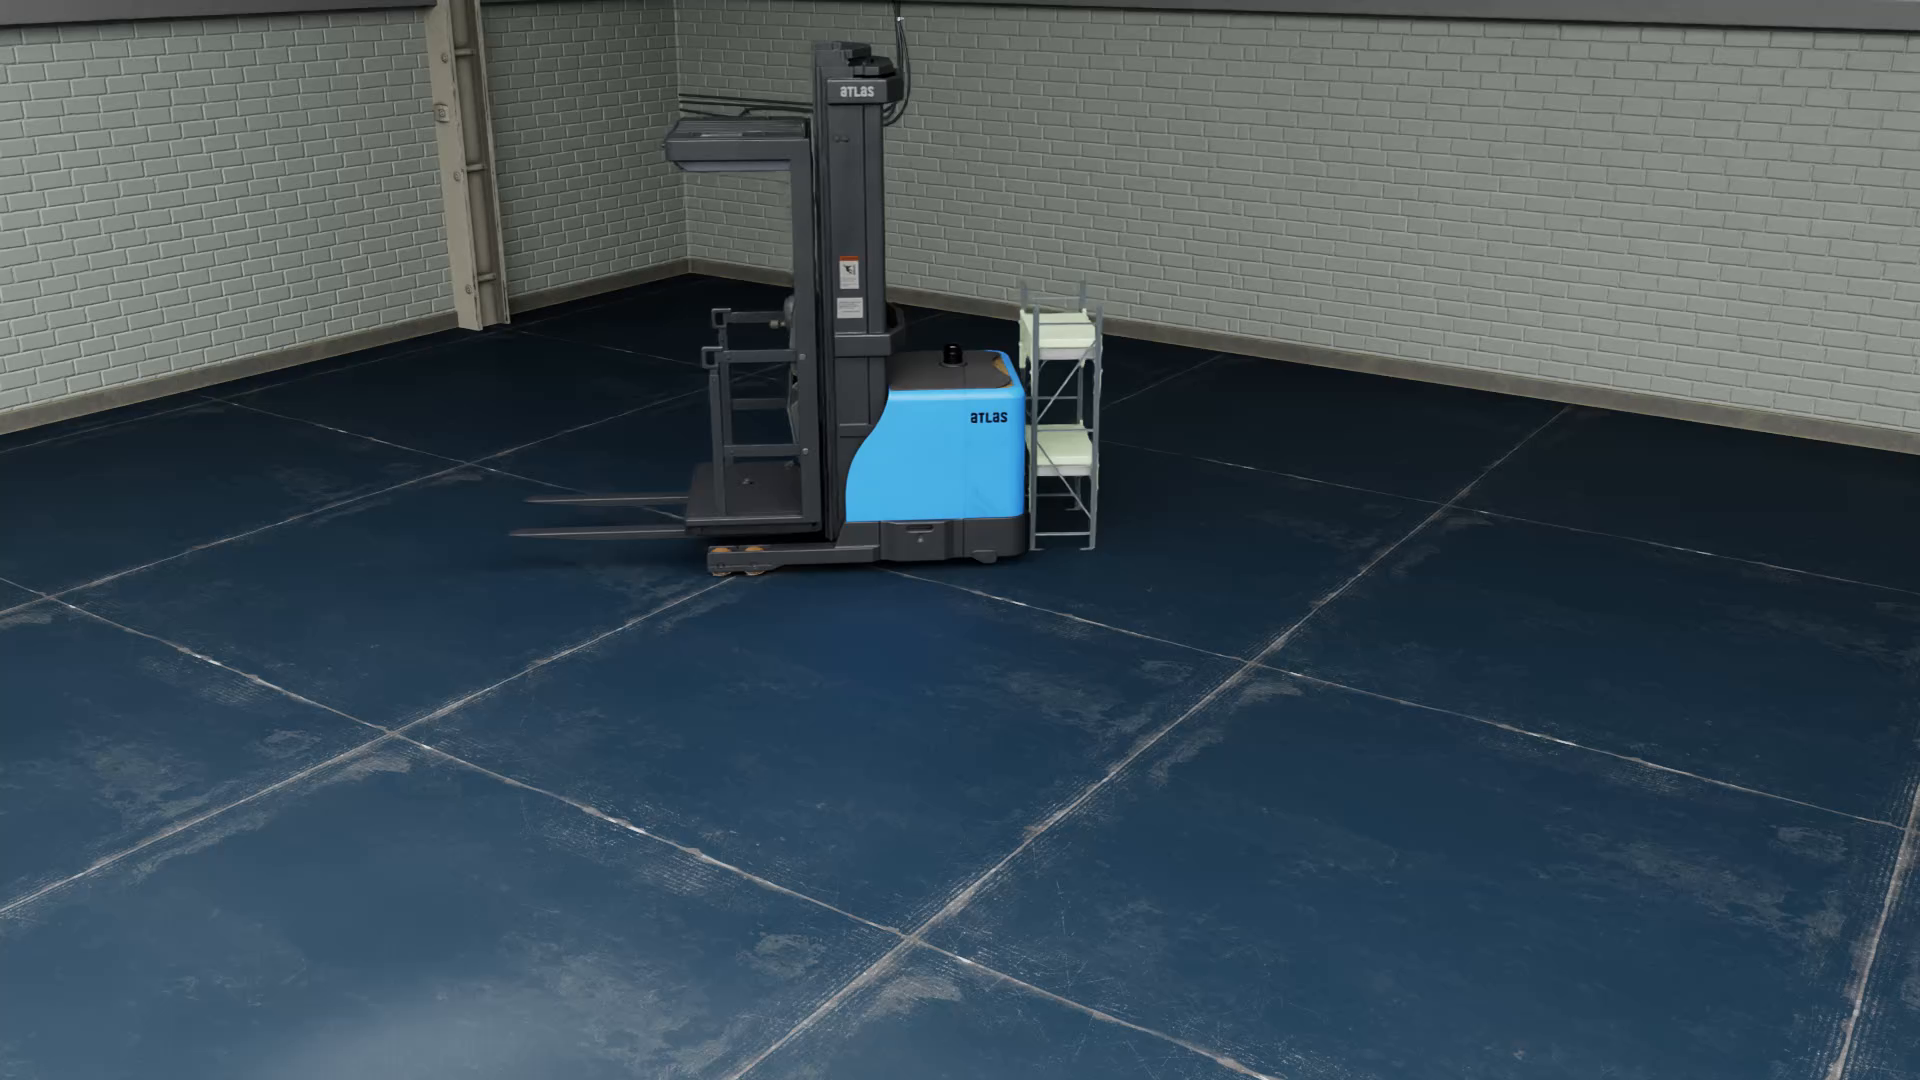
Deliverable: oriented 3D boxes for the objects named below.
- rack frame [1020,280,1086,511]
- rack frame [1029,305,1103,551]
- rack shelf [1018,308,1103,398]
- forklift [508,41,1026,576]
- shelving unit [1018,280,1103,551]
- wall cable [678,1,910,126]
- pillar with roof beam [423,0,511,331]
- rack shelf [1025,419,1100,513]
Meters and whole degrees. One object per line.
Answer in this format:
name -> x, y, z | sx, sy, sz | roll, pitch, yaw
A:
rack frame -> 0.578, -0.898, 10.530 | 0.400, 1.500, 0.023 | -1, 20, -3
rack frame -> 0.622, -0.644, 9.845 | 0.400, 1.500, 0.023 | -1, 20, -3
rack shelf -> 0.600, -1.137, 10.052 | 0.431, 0.370, 0.720 | -1, 20, -3
forklift -> -1.154, -1.354, 9.699 | 3.031, 2.935, 1.130 | -2, 20, -4
shelving unit -> 0.600, -0.771, 10.187 | 0.431, 1.500, 0.755 | -1, 20, -3
wall cable -> -1.772, -5.398, 16.362 | 3.097, 2.526, 0.112 | 13, 24, 32
pillar with roof beam -> -0.962, -5.427, 11.966 | 9.100, 9.000, 0.400 | 13, 24, 32
rack shelf -> 0.600, -0.465, 10.301 | 0.431, 0.370, 0.720 | -1, 20, -3
